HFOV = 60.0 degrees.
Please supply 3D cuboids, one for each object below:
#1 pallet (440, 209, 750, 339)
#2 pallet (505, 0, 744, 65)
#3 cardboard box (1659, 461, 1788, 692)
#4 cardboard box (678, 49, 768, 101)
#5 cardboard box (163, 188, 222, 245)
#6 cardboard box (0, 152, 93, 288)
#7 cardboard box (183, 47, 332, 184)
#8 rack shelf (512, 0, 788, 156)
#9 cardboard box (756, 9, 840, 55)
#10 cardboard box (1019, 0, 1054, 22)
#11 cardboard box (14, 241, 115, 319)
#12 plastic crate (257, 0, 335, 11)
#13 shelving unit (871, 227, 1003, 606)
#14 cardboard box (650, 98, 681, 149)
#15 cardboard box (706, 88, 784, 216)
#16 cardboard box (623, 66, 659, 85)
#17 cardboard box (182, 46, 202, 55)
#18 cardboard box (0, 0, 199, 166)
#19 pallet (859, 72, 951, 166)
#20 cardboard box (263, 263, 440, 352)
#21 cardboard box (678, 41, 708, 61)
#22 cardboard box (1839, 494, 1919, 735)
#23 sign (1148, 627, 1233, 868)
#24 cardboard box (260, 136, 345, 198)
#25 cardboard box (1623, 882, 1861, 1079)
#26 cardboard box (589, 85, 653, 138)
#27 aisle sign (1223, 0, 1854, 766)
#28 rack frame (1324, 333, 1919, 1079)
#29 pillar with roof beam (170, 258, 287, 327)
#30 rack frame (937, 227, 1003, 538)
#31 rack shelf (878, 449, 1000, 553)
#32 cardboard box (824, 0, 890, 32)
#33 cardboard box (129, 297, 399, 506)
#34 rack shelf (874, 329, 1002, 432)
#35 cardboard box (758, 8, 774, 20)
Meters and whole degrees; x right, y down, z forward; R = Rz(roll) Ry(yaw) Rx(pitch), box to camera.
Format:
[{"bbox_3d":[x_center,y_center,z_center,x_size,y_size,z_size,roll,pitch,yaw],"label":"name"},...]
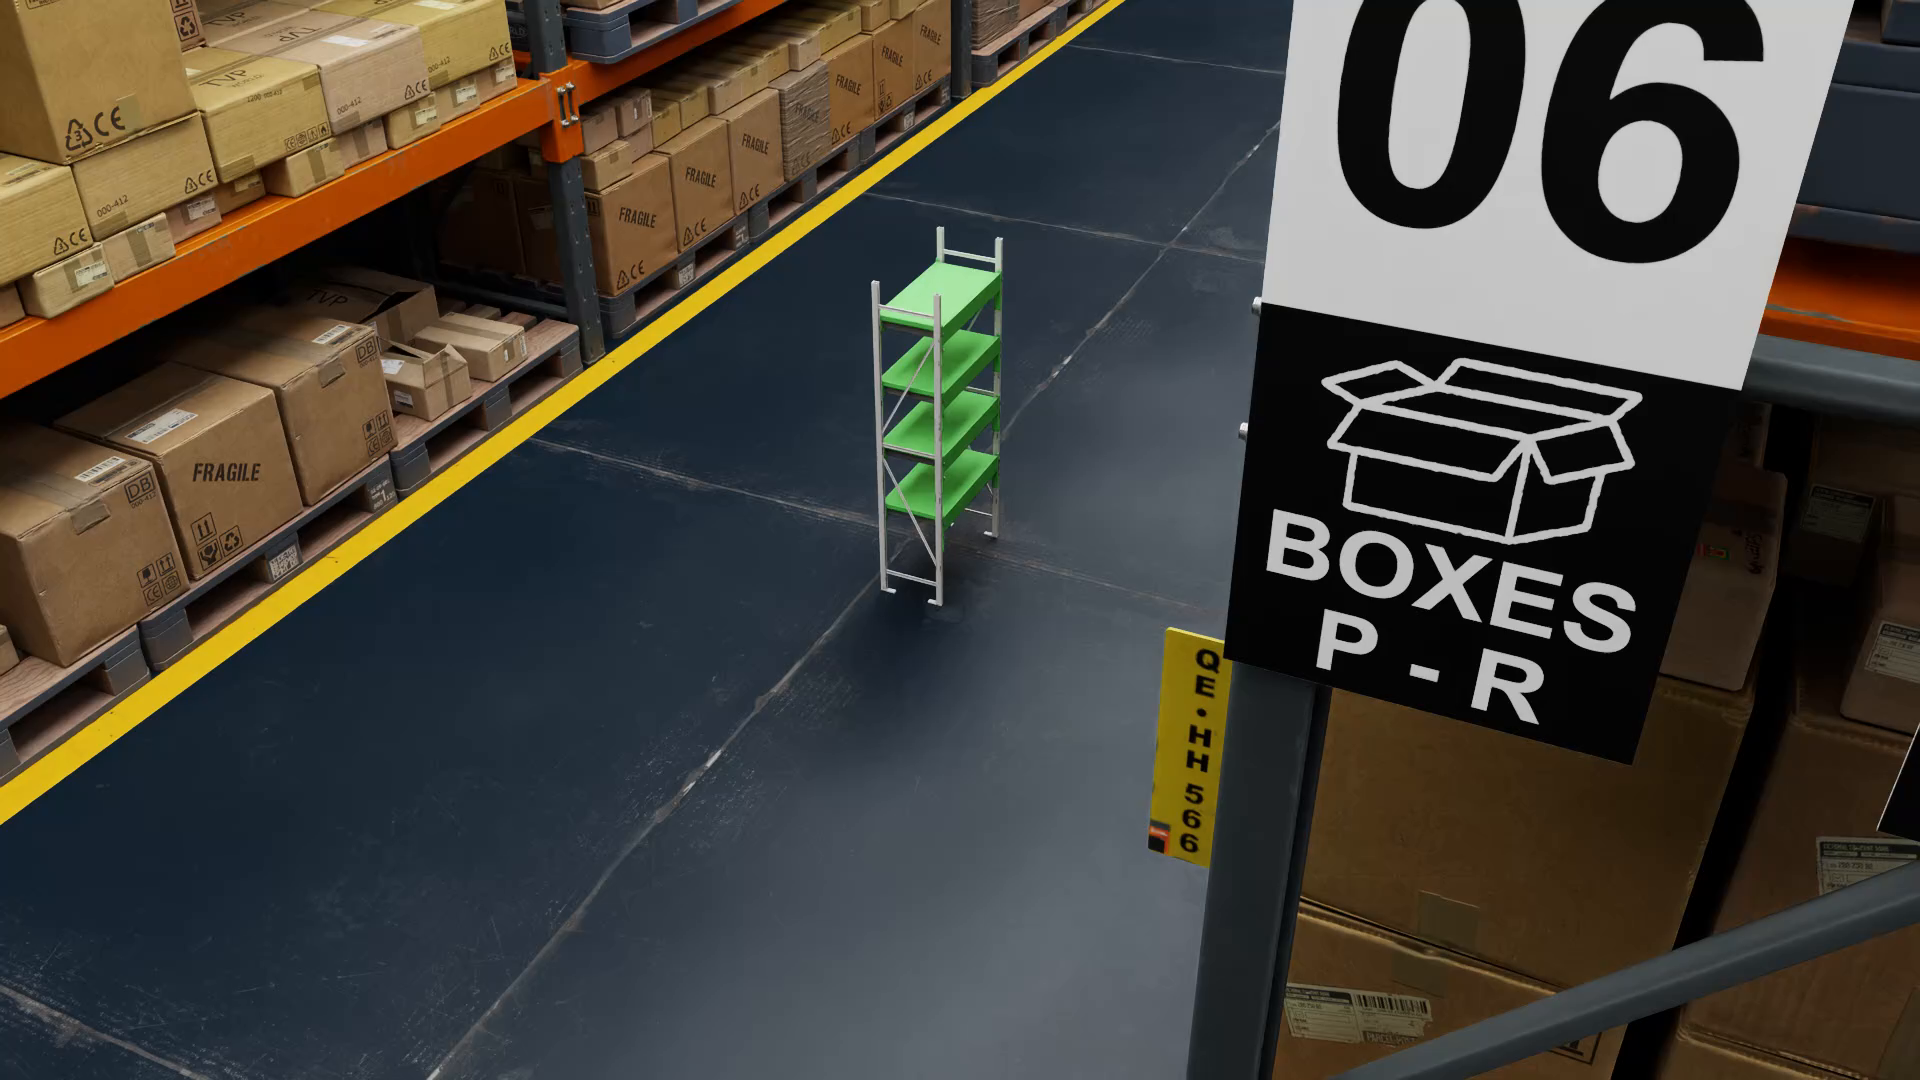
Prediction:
[{"bbox_3d":[-1.774,-1.420,8.223,1.003,0.211,1.213,14,36,20],"label":"pallet"},{"bbox_3d":[-1.646,-2.465,7.449,1.003,0.211,1.213,14,36,20],"label":"pallet"},{"bbox_3d":[0.725,0.001,1.918,0.380,0.149,0.250,15,36,21],"label":"cardboard box"},{"bbox_3d":[-1.199,-2.356,8.413,0.380,0.149,0.250,15,36,22],"label":"cardboard box"},{"bbox_3d":[-2.646,-1.086,5.400,0.380,0.149,0.250,14,36,20],"label":"cardboard box"},{"bbox_3d":[-2.899,-0.910,4.768,0.500,0.250,0.500,13,36,20],"label":"cardboard box"},{"bbox_3d":[-2.488,-1.426,5.555,0.500,0.250,0.500,14,36,20],"label":"cardboard box"},{"bbox_3d":[-1.243,-2.867,8.544,1.077,0.370,4.000,14,36,20],"label":"rack shelf"},{"bbox_3d":[-0.875,-2.752,9.017,0.380,0.149,0.250,14,36,20],"label":"cardboard box"},{"bbox_3d":[0.133,-3.982,11.369,0.875,0.625,0.625,15,36,22],"label":"cardboard box"},{"bbox_3d":[-2.783,-0.806,4.973,0.380,0.149,0.250,13,35,19],"label":"cardboard box"},{"bbox_3d":[-2.532,-2.049,6.505,0.505,0.250,0.505,14,36,20],"label":"plastic crate"},{"bbox_3d":[-0.069,-0.419,5.795,0.258,1.200,0.503,14,36,20],"label":"shelving unit"},{"bbox_3d":[-1.546,-1.978,7.835,0.380,0.149,0.250,12,35,18],"label":"cardboard box"},{"bbox_3d":[-1.247,-2.007,8.472,0.500,0.500,0.500,13,35,19],"label":"cardboard box"},{"bbox_3d":[-1.742,-2.337,8.383,0.380,0.149,0.250,15,36,22],"label":"cardboard box"},{"bbox_3d":[-2.954,-1.541,5.731,0.500,0.250,0.500,15,36,22],"label":"cardboard box"},{"bbox_3d":[-2.692,-1.467,4.933,0.500,0.500,0.500,15,36,22],"label":"cardboard box"},{"bbox_3d":[-0.753,-2.635,10.076,1.003,0.211,1.213,14,36,20],"label":"pallet"},{"bbox_3d":[-2.571,-0.949,7.030,0.500,0.311,0.500,15,36,22],"label":"cardboard box"},{"bbox_3d":[-1.552,-2.597,8.780,0.380,0.149,0.250,13,35,19],"label":"cardboard box"},{"bbox_3d":[1.156,0.112,1.749,0.380,0.149,0.250,15,36,21],"label":"cardboard box"},{"bbox_3d":[0.269,0.242,1.873,0.100,0.325,0.005,14,36,20],"label":"sign"},{"bbox_3d":[-2.376,-1.323,5.761,0.380,0.149,0.250,14,36,20],"label":"cardboard box"},{"bbox_3d":[1.218,0.742,2.292,0.500,0.500,0.500,14,36,20],"label":"cardboard box"},{"bbox_3d":[-1.623,-1.956,7.532,0.380,0.149,0.250,12,35,18],"label":"cardboard box"},{"bbox_3d":[0.445,-0.166,1.396,0.394,0.787,0.004,14,36,20],"label":"aisle sign"},{"bbox_3d":[0.753,0.956,2.056,0.949,2.616,0.053,14,36,20],"label":"rack frame"},{"bbox_3d":[0.720,-3.553,3.463,9.100,9.000,0.400,14,36,20],"label":"pillar with roof beam"},{"bbox_3d":[0.033,-0.541,5.981,0.240,1.200,0.015,14,36,20],"label":"rack frame"},{"bbox_3d":[-0.069,-0.165,5.962,0.258,0.148,0.480,14,36,20],"label":"rack shelf"},{"bbox_3d":[-0.619,-2.998,9.391,0.380,0.149,0.250,13,35,19],"label":"cardboard box"},{"bbox_3d":[-2.584,-0.527,6.215,0.700,0.500,0.500,13,35,19],"label":"cardboard box"},{"bbox_3d":[-0.069,-0.567,5.699,0.258,0.148,0.480,14,36,20],"label":"rack shelf"},{"bbox_3d":[-1.273,-2.995,9.387,0.380,0.149,0.250,13,35,18],"label":"cardboard box"}]
